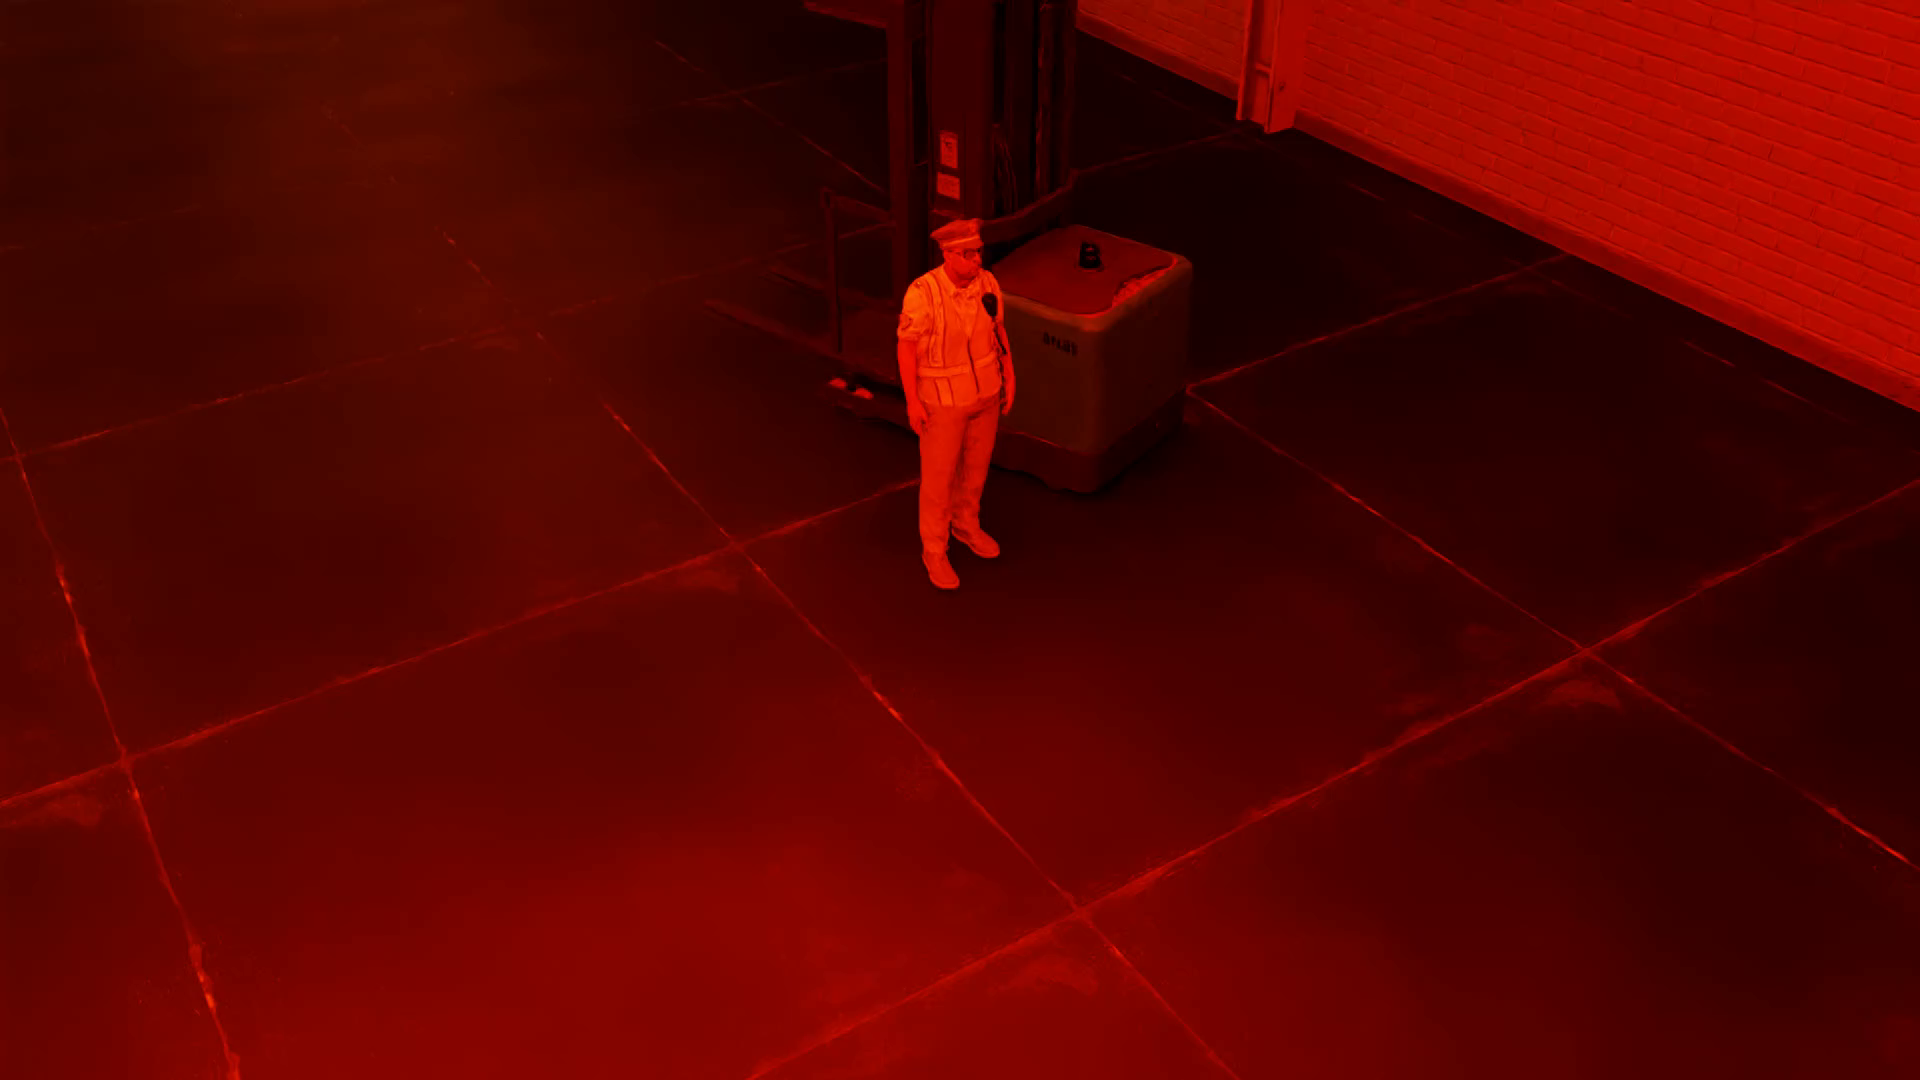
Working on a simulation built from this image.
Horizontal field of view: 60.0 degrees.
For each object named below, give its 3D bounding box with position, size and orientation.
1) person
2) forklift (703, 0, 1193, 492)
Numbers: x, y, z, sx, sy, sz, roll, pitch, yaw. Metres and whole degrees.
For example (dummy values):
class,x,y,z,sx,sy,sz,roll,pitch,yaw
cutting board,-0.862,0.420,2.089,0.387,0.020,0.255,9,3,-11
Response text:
class,x,y,z,sx,sy,sz,roll,pitch,yaw
person,0.032,-0.694,8.122,0.640,1.781,0.574,-21,40,-27
forklift,-0.203,-2.135,9.186,3.031,2.935,1.130,23,41,29
